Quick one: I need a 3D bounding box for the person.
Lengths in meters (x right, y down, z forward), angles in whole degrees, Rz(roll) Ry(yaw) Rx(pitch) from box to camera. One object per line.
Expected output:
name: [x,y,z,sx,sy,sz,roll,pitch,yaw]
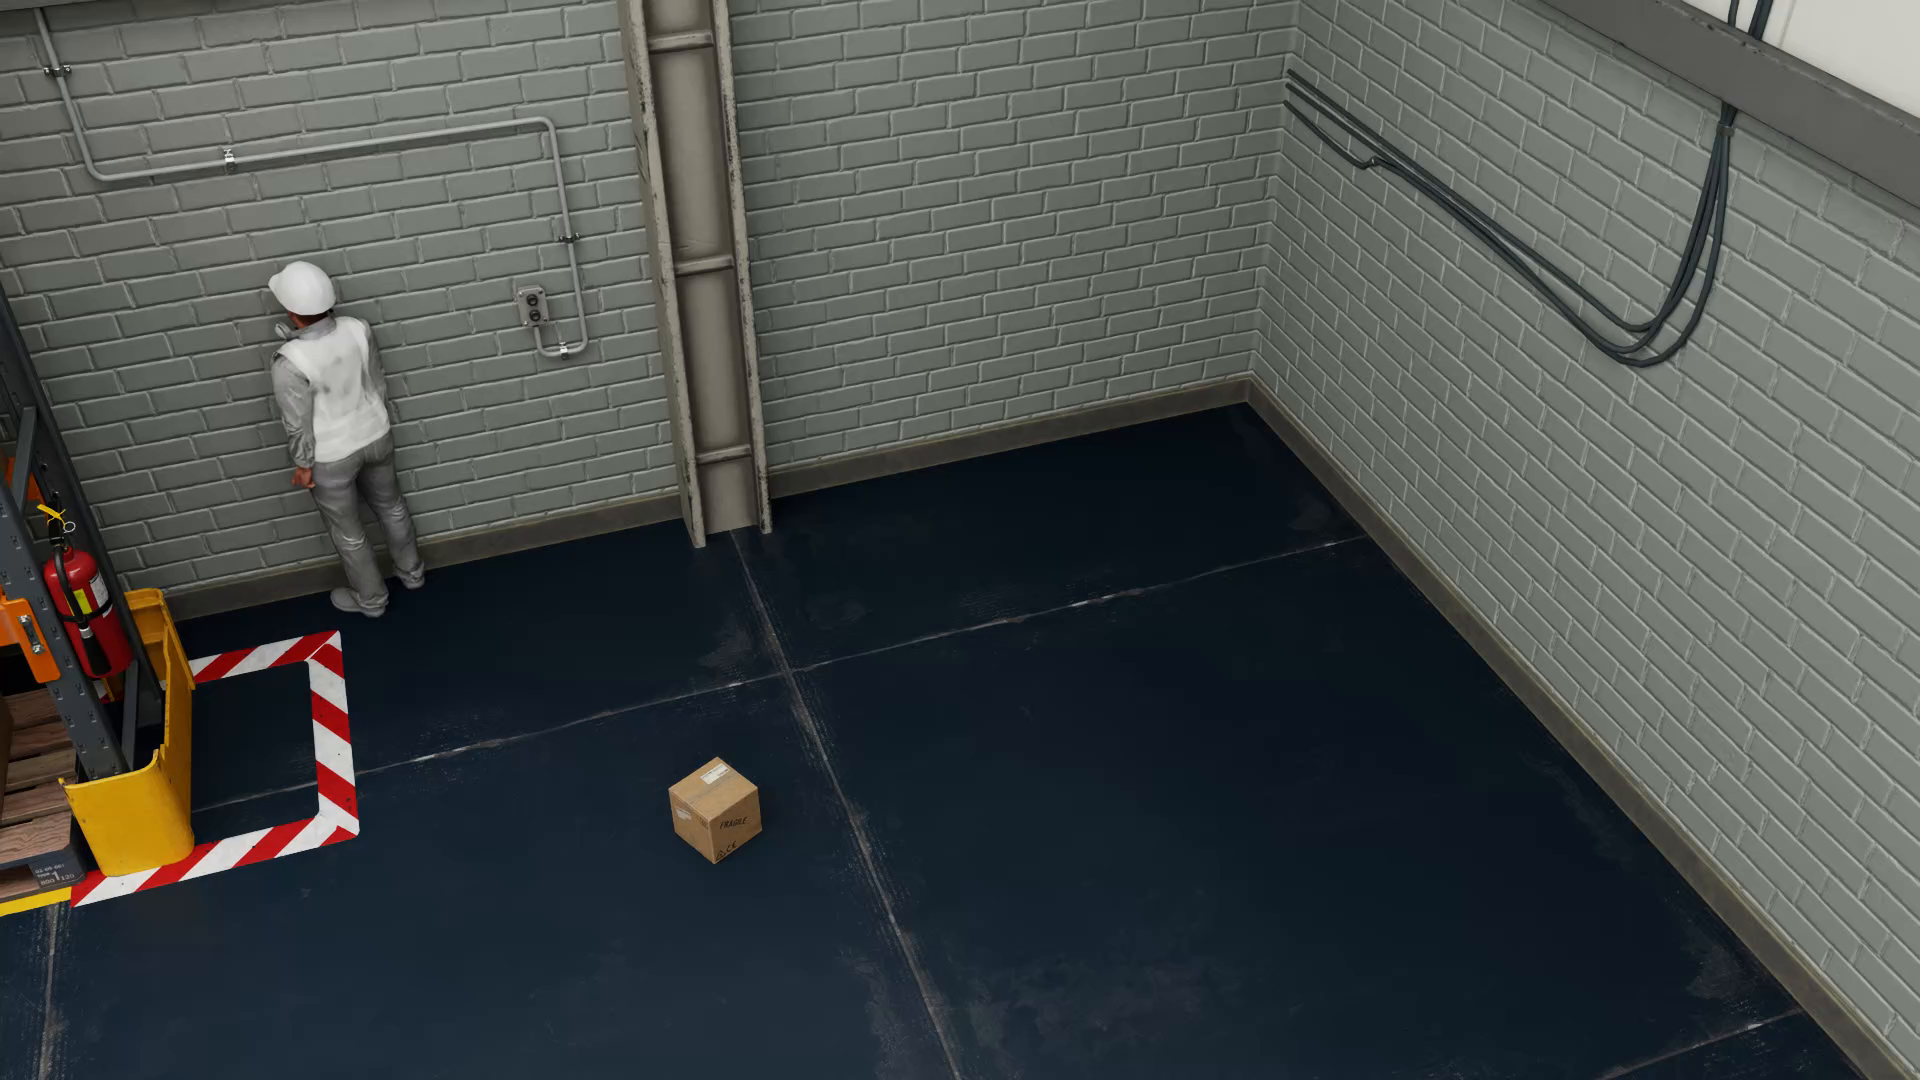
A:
person: [-2.734,-0.437,7.332,0.370,1.775,0.524,22,43,26]
